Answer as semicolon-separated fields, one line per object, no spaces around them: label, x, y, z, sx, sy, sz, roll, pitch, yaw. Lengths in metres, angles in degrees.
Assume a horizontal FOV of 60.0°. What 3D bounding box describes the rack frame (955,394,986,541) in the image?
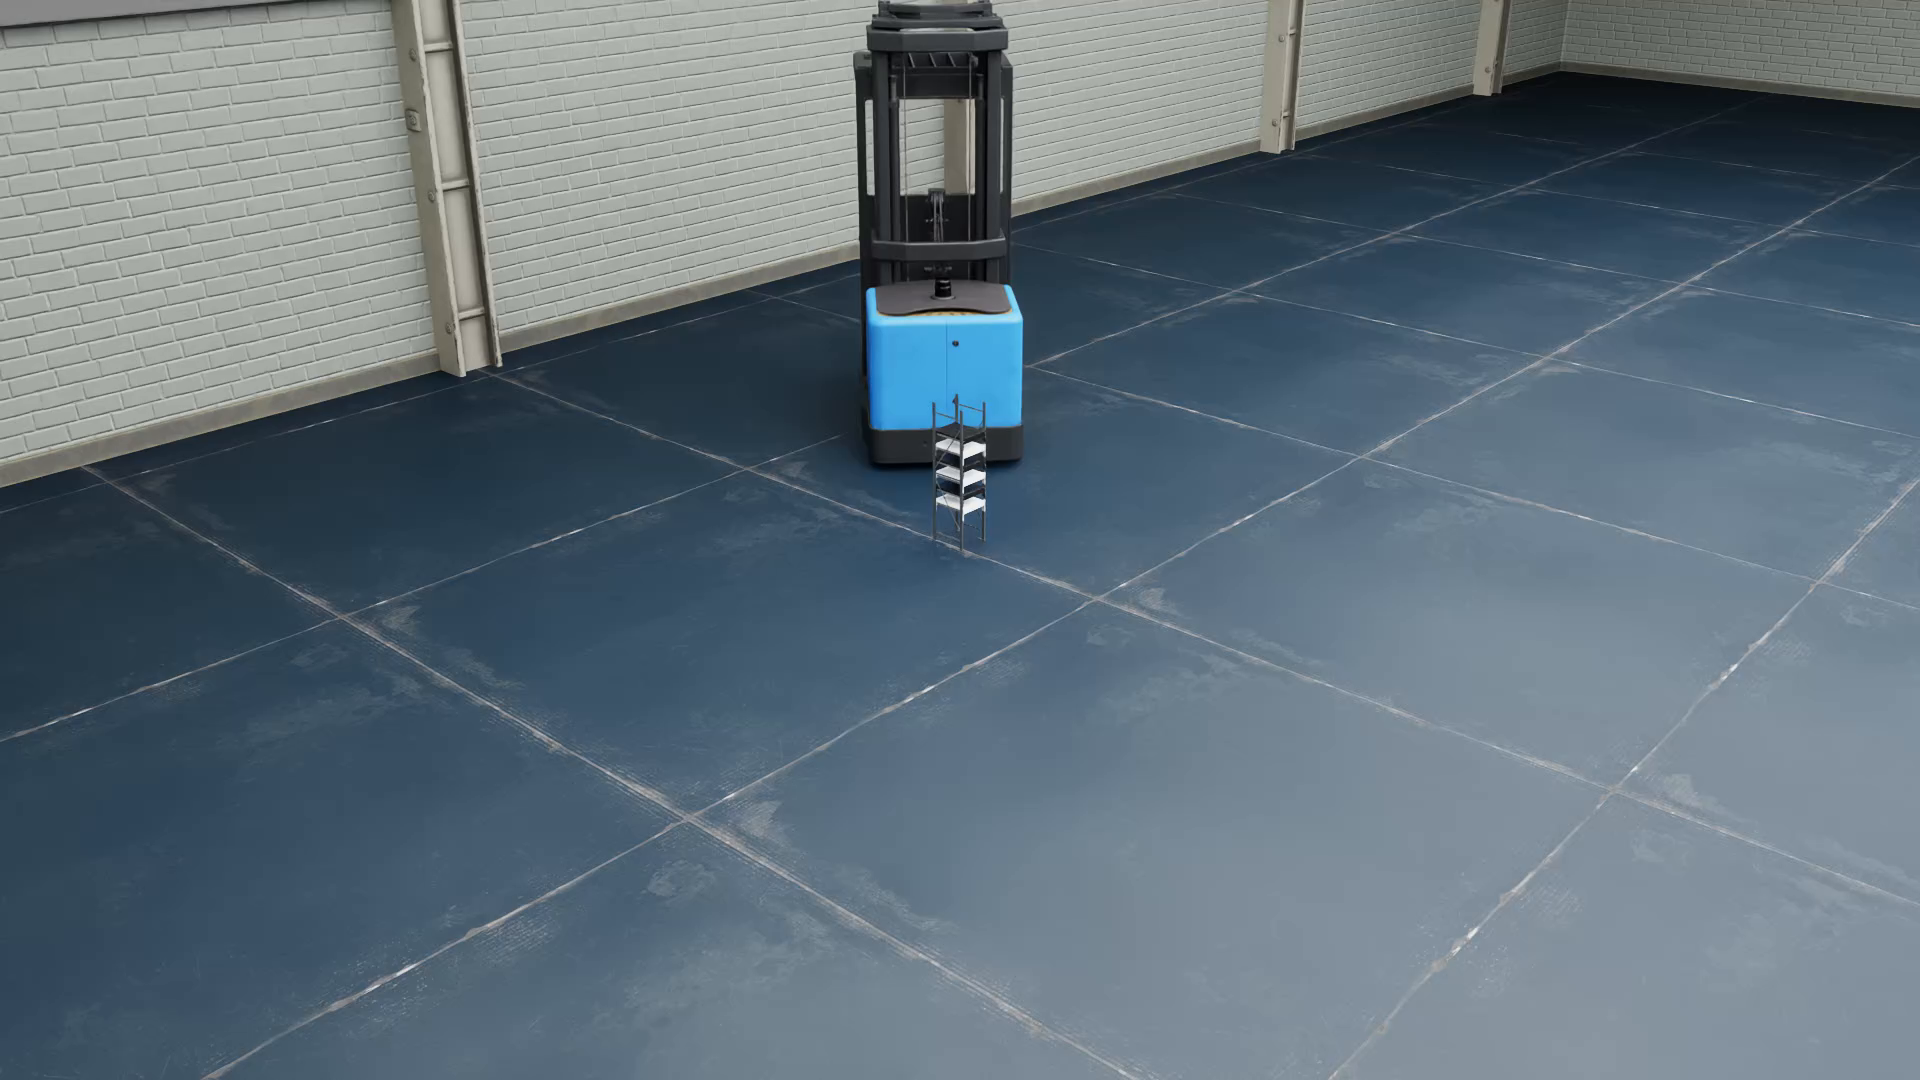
rack frame;0.062;-0.439;10.129;0.240;0.900;0.006;20;31;38

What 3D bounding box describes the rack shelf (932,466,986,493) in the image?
rack shelf;-0.005;-0.378;10.074;0.258;0.077;0.200;20;31;38

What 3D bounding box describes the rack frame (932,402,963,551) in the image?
rack frame;-0.073;-0.377;9.991;0.240;0.900;0.006;20;31;38

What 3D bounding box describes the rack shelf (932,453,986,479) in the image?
rack shelf;-0.005;-0.460;10.037;0.258;0.077;0.200;20;31;38

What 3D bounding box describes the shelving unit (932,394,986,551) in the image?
shelving unit;-0.005;-0.408;10.060;0.258;0.900;0.210;20;31;38

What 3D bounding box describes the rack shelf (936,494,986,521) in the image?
rack shelf;-0.005;-0.213;10.148;0.258;0.077;0.200;20;31;38

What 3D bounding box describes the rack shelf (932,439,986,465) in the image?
rack shelf;-0.005;-0.542;10.000;0.258;0.077;0.200;20;31;38

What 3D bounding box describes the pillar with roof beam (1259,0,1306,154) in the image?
pillar with roof beam;7.291;-7.973;17.033;9.100;9.000;0.400;20;31;38

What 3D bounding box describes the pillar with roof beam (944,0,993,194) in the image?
pillar with roof beam;3.287;-6.145;12.956;9.100;9.000;0.400;20;31;38

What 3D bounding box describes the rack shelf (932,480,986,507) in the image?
rack shelf;-0.005;-0.296;10.111;0.258;0.077;0.200;20;31;38

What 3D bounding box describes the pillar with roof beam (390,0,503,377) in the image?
pillar with roof beam;-0.718;-4.317;8.879;9.100;9.000;0.400;20;31;38

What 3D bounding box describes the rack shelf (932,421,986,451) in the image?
rack shelf;-0.005;-0.624;9.964;0.258;0.077;0.200;20;31;38

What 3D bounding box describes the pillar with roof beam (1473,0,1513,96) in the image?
pillar with roof beam;11.296;-9.801;21.111;9.100;9.000;0.400;20;31;38

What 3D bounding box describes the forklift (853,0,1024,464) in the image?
forklift;-0.197;-2.417;12.059;1.130;2.935;3.031;-2;24;-4
